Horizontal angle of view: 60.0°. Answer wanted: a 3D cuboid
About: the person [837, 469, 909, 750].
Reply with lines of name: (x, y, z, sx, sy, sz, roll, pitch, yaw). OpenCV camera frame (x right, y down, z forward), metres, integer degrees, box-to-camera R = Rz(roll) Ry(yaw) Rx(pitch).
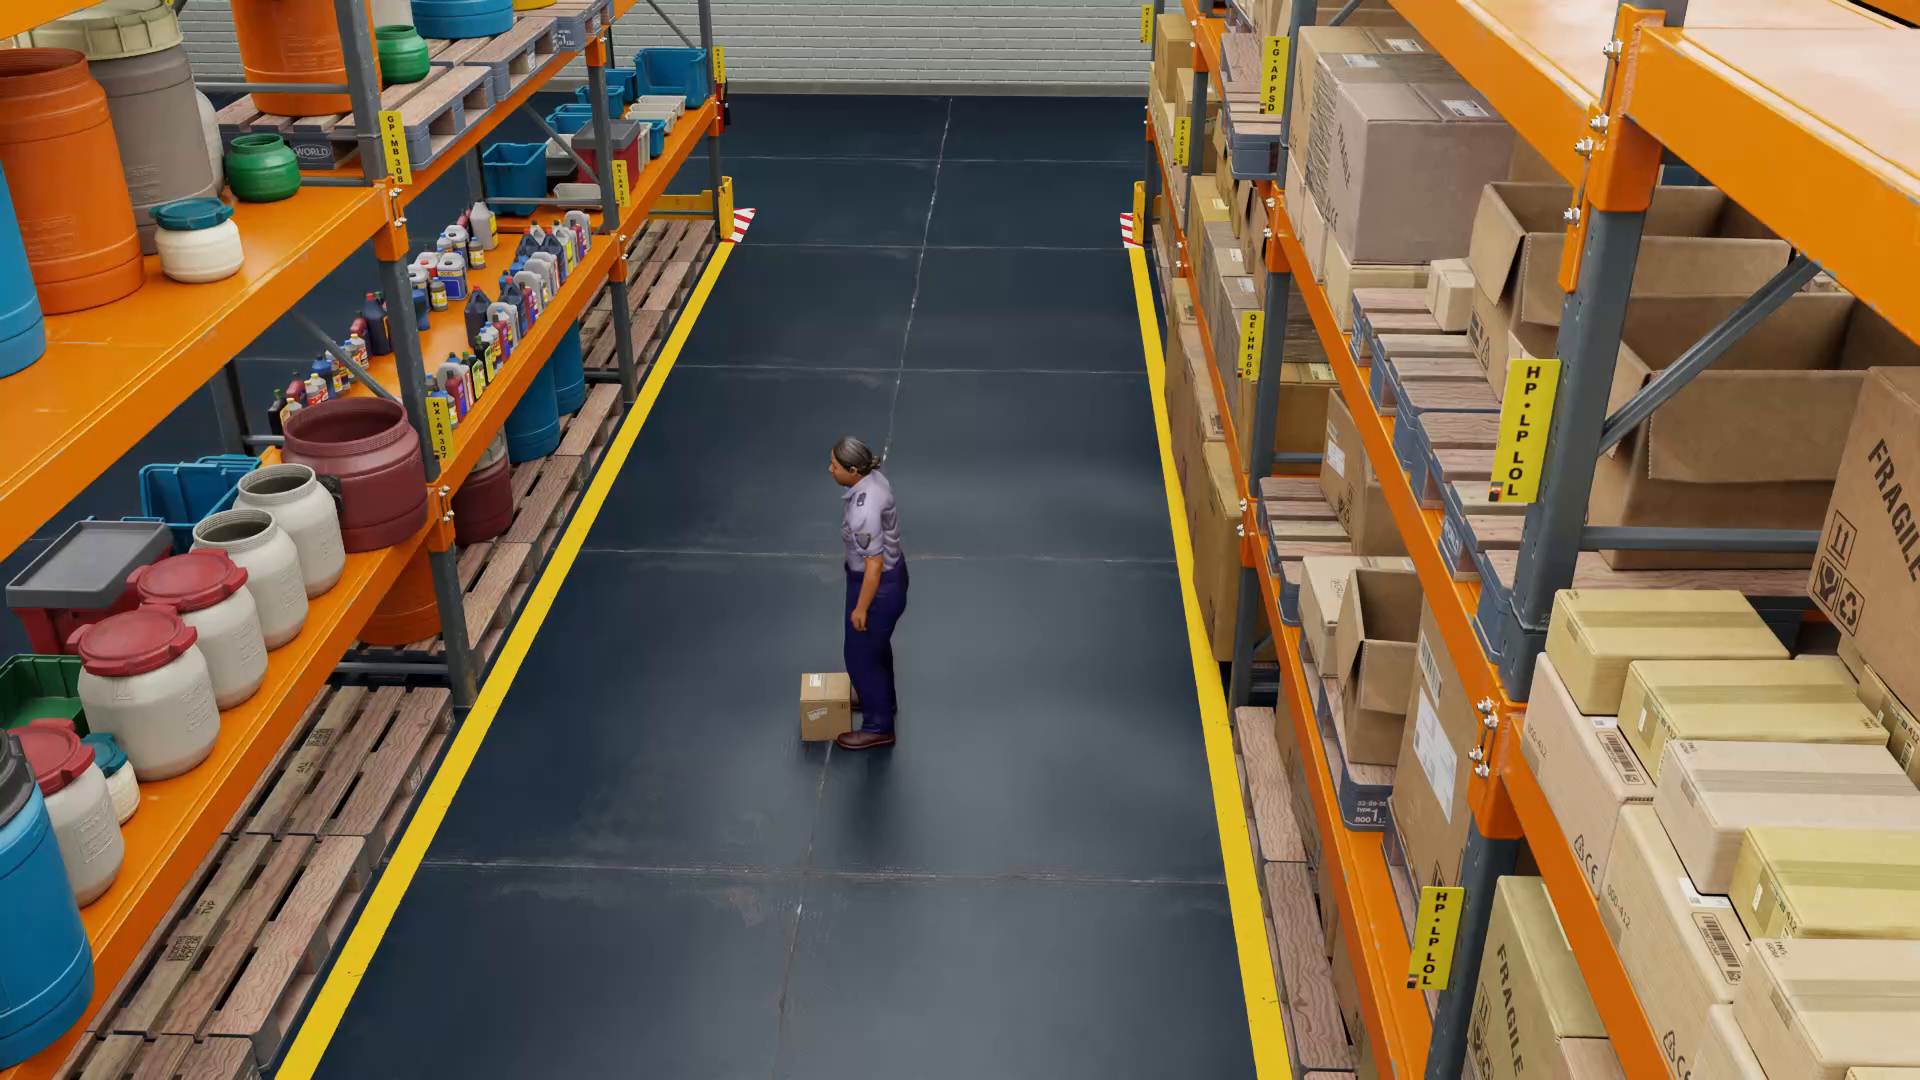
person: (-0.442, 0.311, 8.233, 0.374, 1.477, 0.528, 1, 28, 2)
